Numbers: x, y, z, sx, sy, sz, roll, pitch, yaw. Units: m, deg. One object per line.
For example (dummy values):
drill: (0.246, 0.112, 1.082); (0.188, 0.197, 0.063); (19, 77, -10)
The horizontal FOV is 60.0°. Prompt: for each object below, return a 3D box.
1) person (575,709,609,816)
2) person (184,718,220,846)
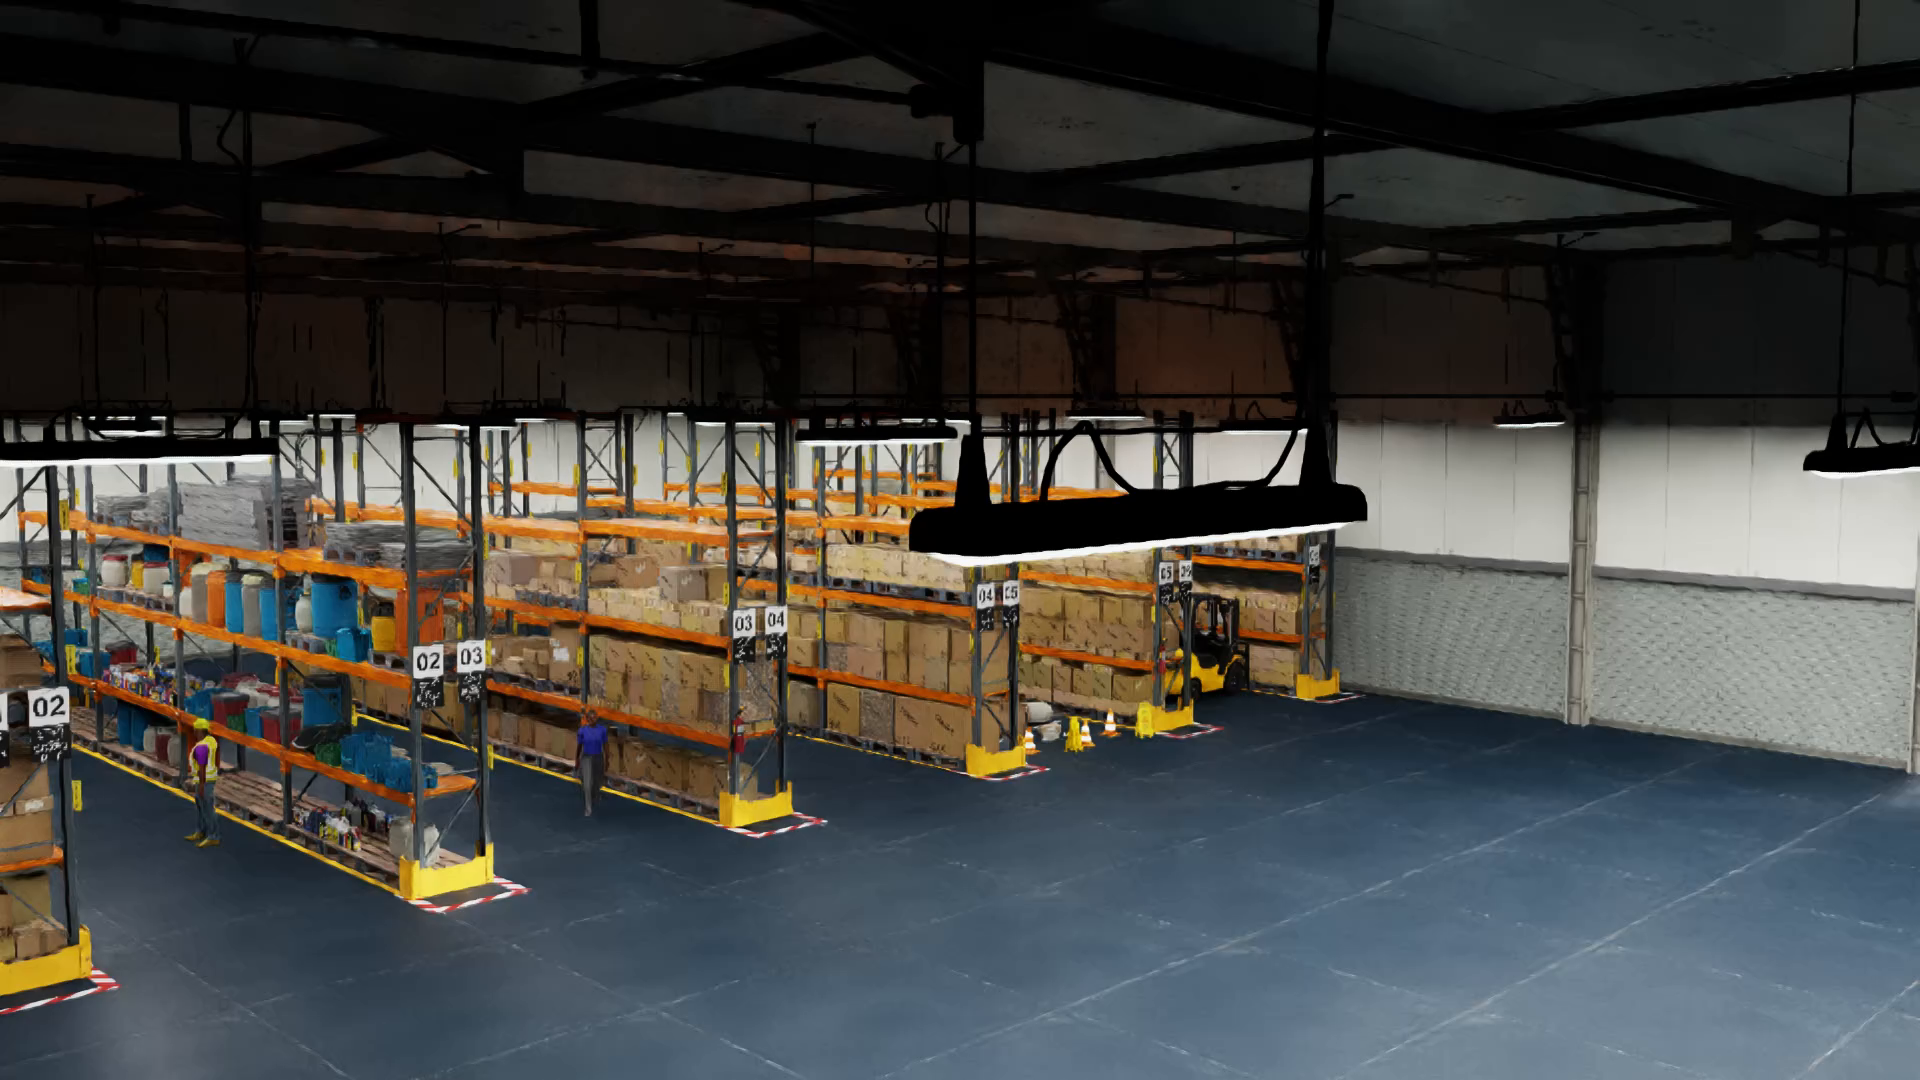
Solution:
person: (-5.591, 3.342, 25.315); (0.503, 1.579, 0.943); (-2, 5, -23)
person: (-10.720, 3.398, 23.463); (0.497, 1.765, 0.625); (-1, 5, -15)
